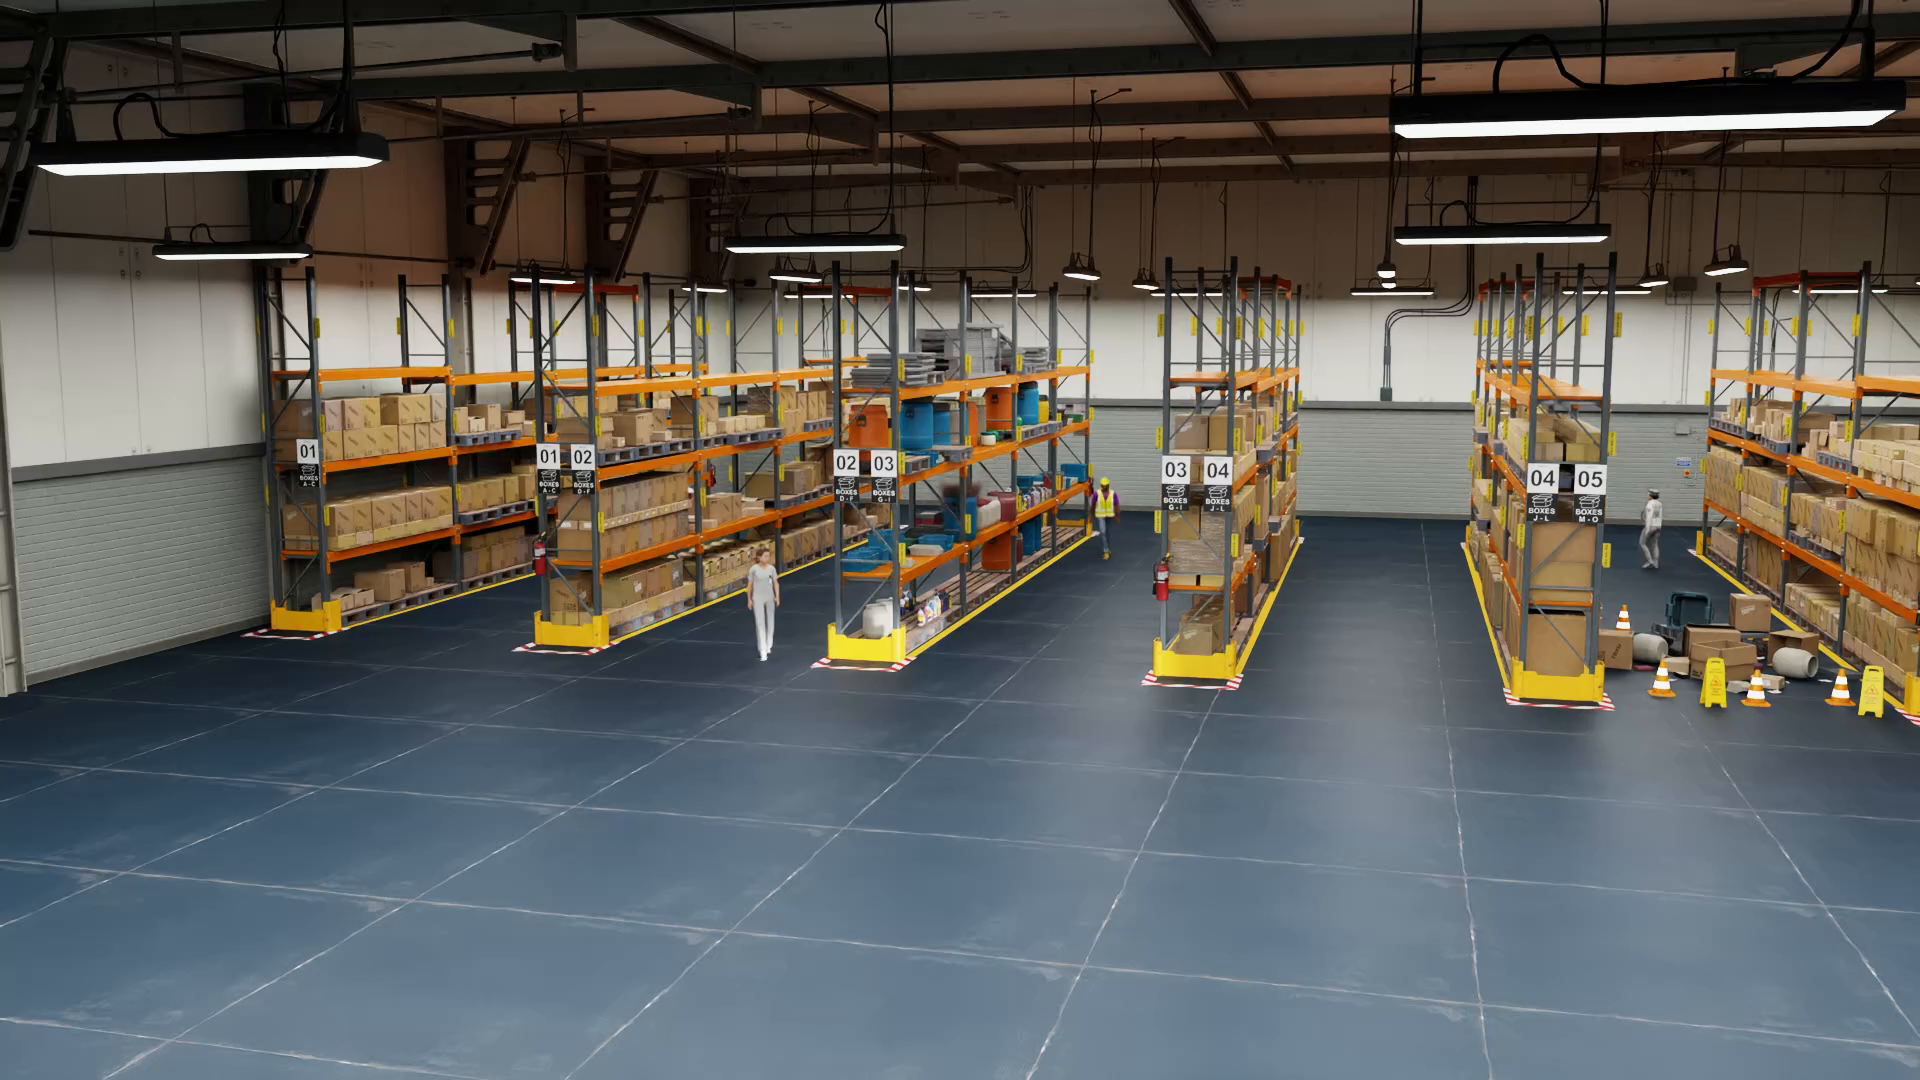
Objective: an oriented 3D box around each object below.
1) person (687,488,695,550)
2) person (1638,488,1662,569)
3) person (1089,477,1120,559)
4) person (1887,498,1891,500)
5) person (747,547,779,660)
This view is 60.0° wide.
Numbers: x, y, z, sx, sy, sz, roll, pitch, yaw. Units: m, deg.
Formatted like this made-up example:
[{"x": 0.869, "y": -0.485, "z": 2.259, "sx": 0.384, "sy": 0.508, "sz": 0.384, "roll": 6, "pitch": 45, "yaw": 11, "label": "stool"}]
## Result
[{"x": -5.683, "y": -0.290, "z": 35.234, "sx": 0.638, "sy": 1.680, "sz": 0.652, "roll": 3, "pitch": 8, "yaw": 23, "label": "person"}, {"x": 14.492, "y": -0.239, "z": 34.837, "sx": 0.520, "sy": 1.694, "sz": 0.356, "roll": -5, "pitch": 9, "yaw": -33, "label": "person"}, {"x": 3.215, "y": -0.500, "z": 36.517, "sx": 0.618, "sy": 1.740, "sz": 0.935, "roll": -2, "pitch": 7, "yaw": -13, "label": "person"}, {"x": 19.309, "y": -0.175, "z": 34.514, "sx": 0.471, "sy": 1.604, "sz": 0.954, "roll": -5, "pitch": 9, "yaw": -33, "label": "person"}, {"x": -2.966, "y": 0.962, "z": 25.480, "sx": 0.467, "sy": 1.654, "sz": 0.749, "roll": -3, "pitch": 8, "yaw": -23, "label": "person"}]
